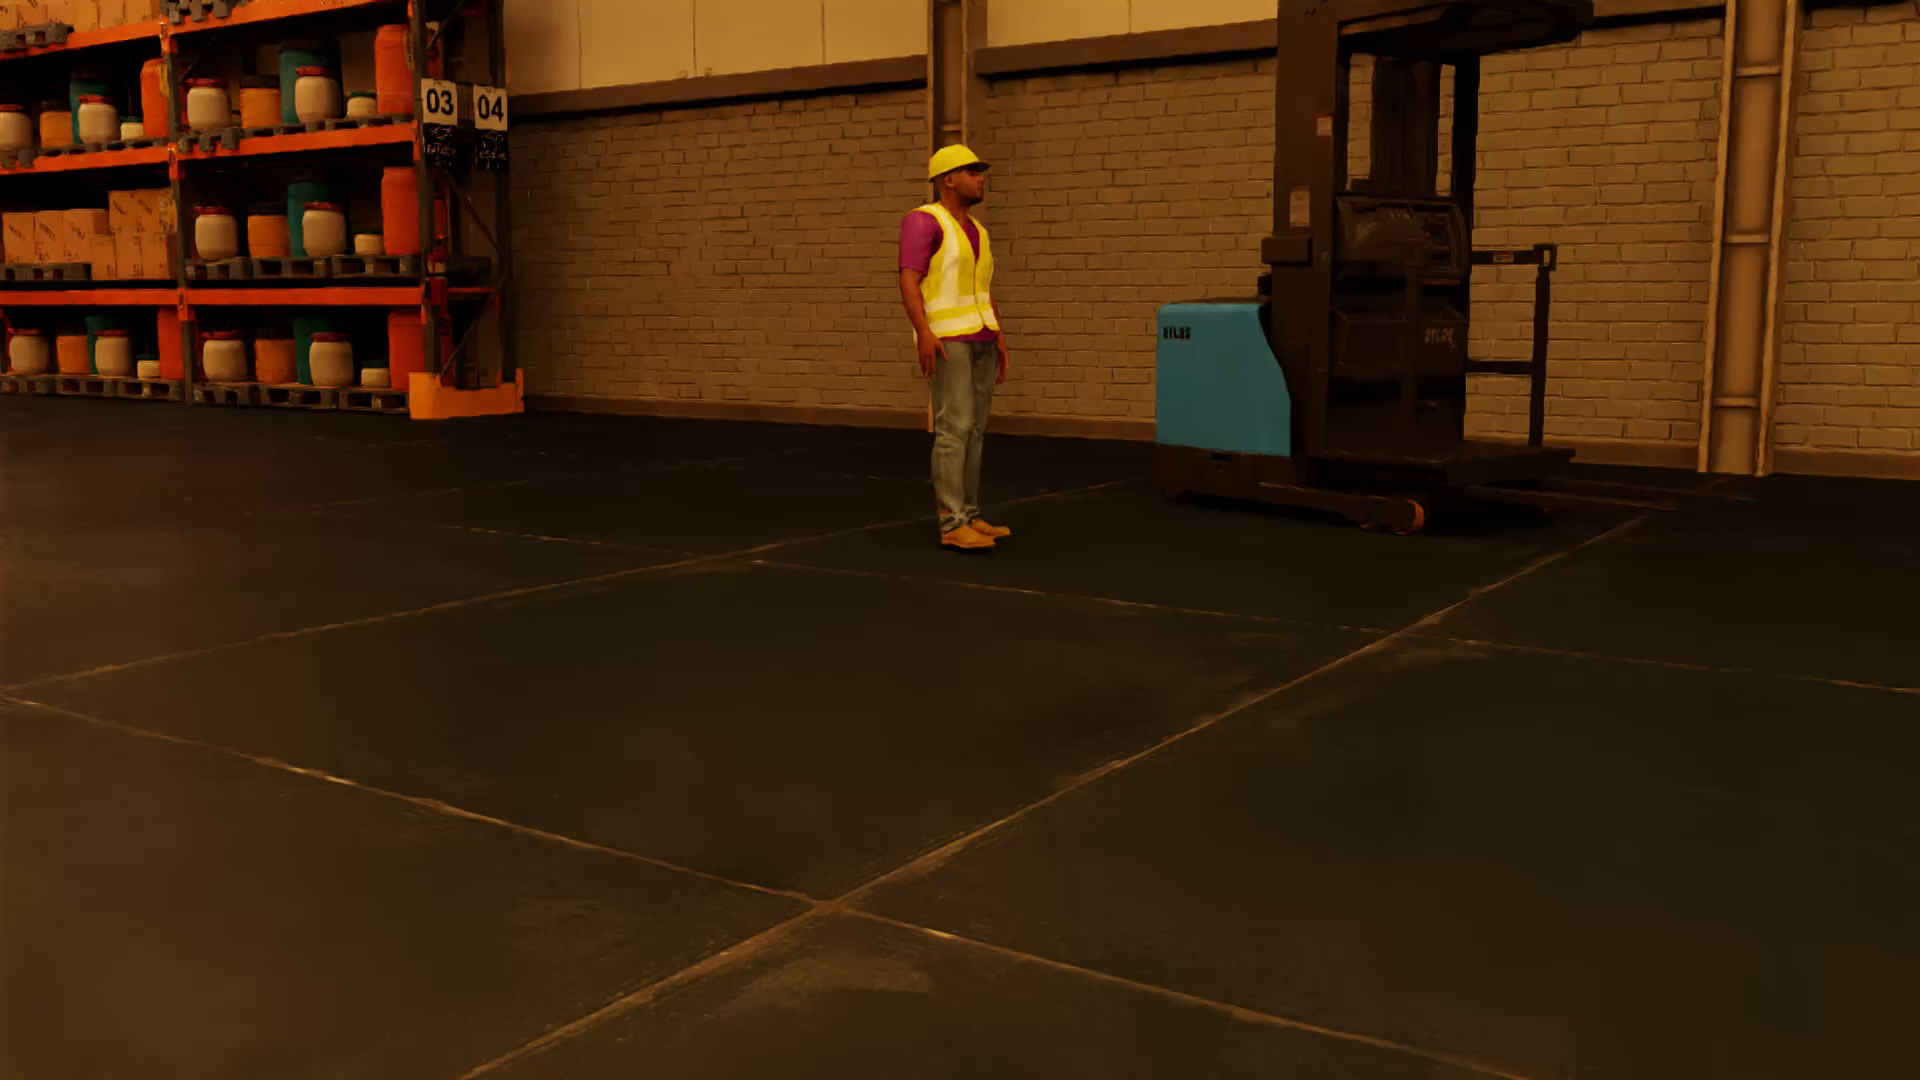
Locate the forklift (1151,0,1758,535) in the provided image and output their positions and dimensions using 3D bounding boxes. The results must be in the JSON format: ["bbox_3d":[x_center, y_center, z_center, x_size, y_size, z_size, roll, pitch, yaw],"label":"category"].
[{"bbox_3d":[2.331,-1.553,8.115,1.130,2.935,3.031,-6,10,-36],"label":"forklift"}]

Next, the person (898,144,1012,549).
[{"bbox_3d":[0.055,-0.875,7.435,0.576,1.766,0.665,5,10,34],"label":"person"}]
